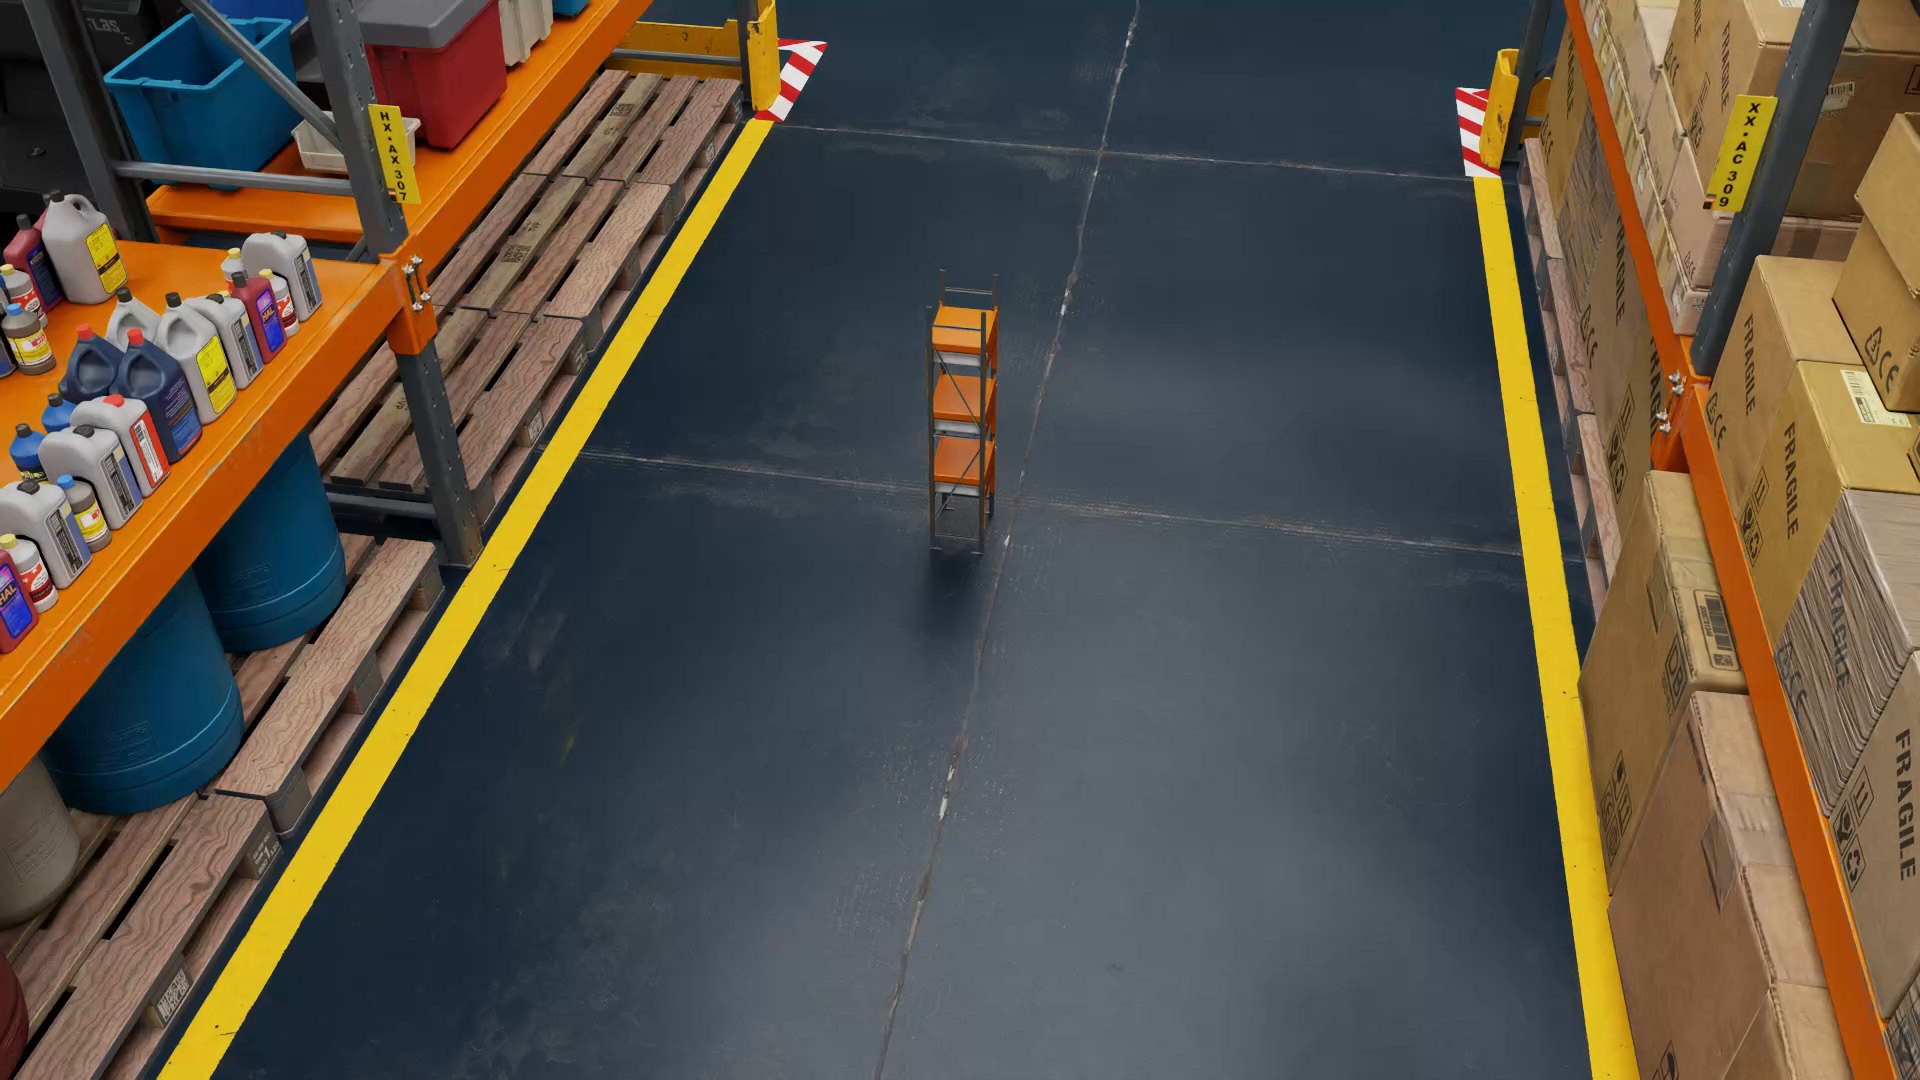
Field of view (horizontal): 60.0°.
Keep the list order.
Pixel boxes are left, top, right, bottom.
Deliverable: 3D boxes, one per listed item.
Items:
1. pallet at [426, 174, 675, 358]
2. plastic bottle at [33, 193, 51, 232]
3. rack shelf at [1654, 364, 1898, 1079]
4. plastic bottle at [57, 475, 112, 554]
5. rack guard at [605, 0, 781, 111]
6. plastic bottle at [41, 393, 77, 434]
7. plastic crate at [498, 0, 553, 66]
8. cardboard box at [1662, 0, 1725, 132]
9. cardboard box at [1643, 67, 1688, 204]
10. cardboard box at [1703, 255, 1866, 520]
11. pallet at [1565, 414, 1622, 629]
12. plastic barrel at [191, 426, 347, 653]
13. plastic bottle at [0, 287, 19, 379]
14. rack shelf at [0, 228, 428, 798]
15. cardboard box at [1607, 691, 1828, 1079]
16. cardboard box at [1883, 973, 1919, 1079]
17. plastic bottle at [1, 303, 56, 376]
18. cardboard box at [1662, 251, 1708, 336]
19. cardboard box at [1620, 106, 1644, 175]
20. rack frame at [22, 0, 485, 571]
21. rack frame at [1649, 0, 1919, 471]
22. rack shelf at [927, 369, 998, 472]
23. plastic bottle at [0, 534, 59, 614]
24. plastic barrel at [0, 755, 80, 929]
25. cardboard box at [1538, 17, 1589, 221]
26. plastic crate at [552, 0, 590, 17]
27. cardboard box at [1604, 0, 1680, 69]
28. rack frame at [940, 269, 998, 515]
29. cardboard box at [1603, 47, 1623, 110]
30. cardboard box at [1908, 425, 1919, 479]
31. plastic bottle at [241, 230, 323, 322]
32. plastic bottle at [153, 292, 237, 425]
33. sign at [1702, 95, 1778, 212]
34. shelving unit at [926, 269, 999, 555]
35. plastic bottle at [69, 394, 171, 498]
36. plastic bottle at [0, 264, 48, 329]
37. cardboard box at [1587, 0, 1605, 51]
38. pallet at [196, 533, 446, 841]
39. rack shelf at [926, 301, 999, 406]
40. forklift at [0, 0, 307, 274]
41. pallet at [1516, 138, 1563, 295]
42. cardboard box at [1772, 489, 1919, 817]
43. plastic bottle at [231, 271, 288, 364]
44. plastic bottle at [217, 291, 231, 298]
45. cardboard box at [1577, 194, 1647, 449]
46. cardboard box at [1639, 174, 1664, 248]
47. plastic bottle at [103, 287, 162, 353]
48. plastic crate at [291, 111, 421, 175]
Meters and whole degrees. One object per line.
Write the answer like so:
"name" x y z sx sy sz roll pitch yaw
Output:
"pallet" -1.980 -1.296 7.652 1.003 0.211 1.213 6 40 8
"plastic bottle" -2.761 -0.909 5.088 0.061 0.283 0.133 6 40 8
"rack shelf" 2.254 0.941 3.322 1.077 0.370 4.000 6 40 8
"plastic bottle" -2.194 -0.072 4.139 0.097 0.201 0.097 0 40 0
"rack guard" -1.594 -2.701 9.125 1.175 0.500 0.348 6 40 8
"plastic bottle" -2.304 -0.261 4.313 0.097 0.271 0.097 0 40 0
"plastic crate" -1.832 -2.053 6.425 0.437 0.282 0.530 6 40 8
"cardboard box" 2.508 -1.569 5.090 0.500 0.500 0.500 7 40 8
"cardboard box" 2.506 -1.279 5.328 0.500 0.250 0.500 8 40 9
"cardboard box" 2.275 -0.369 4.264 0.500 0.500 0.500 7 40 8
"pallet" 2.809 0.015 6.067 1.003 0.211 1.213 6 40 8
"plastic barrel" -2.389 -0.151 5.396 0.600 0.901 0.708 6 40 8
"plastic bottle" -2.796 -0.612 4.733 0.152 0.276 0.135 6 40 8
"rack shelf" -2.624 0.395 3.983 1.077 0.370 4.000 6 40 8
"cardboard box" 2.356 1.030 3.988 1.225 0.875 0.875 5 40 6
"cardboard box" 1.928 0.905 2.723 0.500 0.500 0.500 5 40 6
"plastic bottle" -2.670 -0.581 4.754 0.097 0.201 0.097 0 40 0
"cardboard box" 2.331 -0.722 4.966 0.380 0.149 0.250 7 40 8
"cardboard box" 2.508 -1.368 5.748 0.380 0.149 0.250 7 40 9
"rack frame" -2.278 -1.138 5.272 1.000 3.000 0.127 6 40 8
"rack frame" 2.601 -0.591 4.611 1.000 3.000 0.127 6 40 8
"rack shelf" 0.009 -0.430 5.963 0.215 0.259 0.240 6 40 8
"plastic bottle" -2.235 0.074 3.963 0.097 0.201 0.097 0 40 0
"plastic barrel" -2.697 0.788 4.566 0.421 0.512 0.421 0 40 0
"cardboard box" 3.261 -2.034 7.694 0.875 0.875 0.875 6 40 8
"plastic crate" -1.688 -2.289 6.749 0.416 0.233 0.300 6 40 8
"cardboard box" 2.685 -1.917 6.099 0.500 0.250 0.500 6 40 7
"rack frame" 0.030 -0.515 6.049 0.200 1.050 0.008 6 40 8
"cardboard box" 2.598 -1.688 6.135 0.380 0.149 0.250 7 40 8
"cardboard box" 2.368 -0.185 3.254 0.797 0.503 0.637 7 40 8
"plastic bottle" -2.027 -0.807 4.969 0.152 0.276 0.135 6 40 8
"plastic bottle" -2.114 -0.506 4.546 0.144 0.351 0.185 6 40 8
"sign" 2.054 -1.016 4.383 0.100 0.325 0.005 6 40 8
"shelving unit" 0.009 -0.438 5.956 0.215 1.050 0.252 6 40 8
"plastic bottle" -2.178 -0.261 4.309 0.152 0.276 0.135 6 40 8
"plastic bottle" -2.786 -0.720 4.922 0.097 0.201 0.097 0 40 0
"cardboard box" 2.686 -2.011 6.526 0.380 0.149 0.250 6 40 7
"pallet" -2.452 0.417 5.580 1.003 0.211 1.213 6 40 8
"rack shelf" 0.009 -0.649 5.782 0.215 0.259 0.240 6 40 8
"forklift" -4.255 -2.759 7.287 1.130 2.935 3.031 8 40 10
"pallet" 3.231 -1.517 7.919 1.003 0.211 1.213 6 40 8
"cardboard box" 2.102 0.261 3.502 0.500 0.500 0.500 6 40 7
"plastic bottle" -2.023 -0.659 4.785 0.061 0.283 0.133 6 40 8
"plastic bottle" -2.104 -0.625 4.808 0.097 0.201 0.097 0 40 0
"cardboard box" 2.949 -0.905 6.328 0.875 0.875 0.875 6 40 8
"cardboard box" 2.420 -1.045 5.357 0.380 0.149 0.250 6 40 7
"plastic bottle" -2.256 -0.521 4.565 0.144 0.351 0.185 6 40 8
"plastic crate" -2.056 -1.335 5.671 0.396 0.136 0.243 6 40 8
